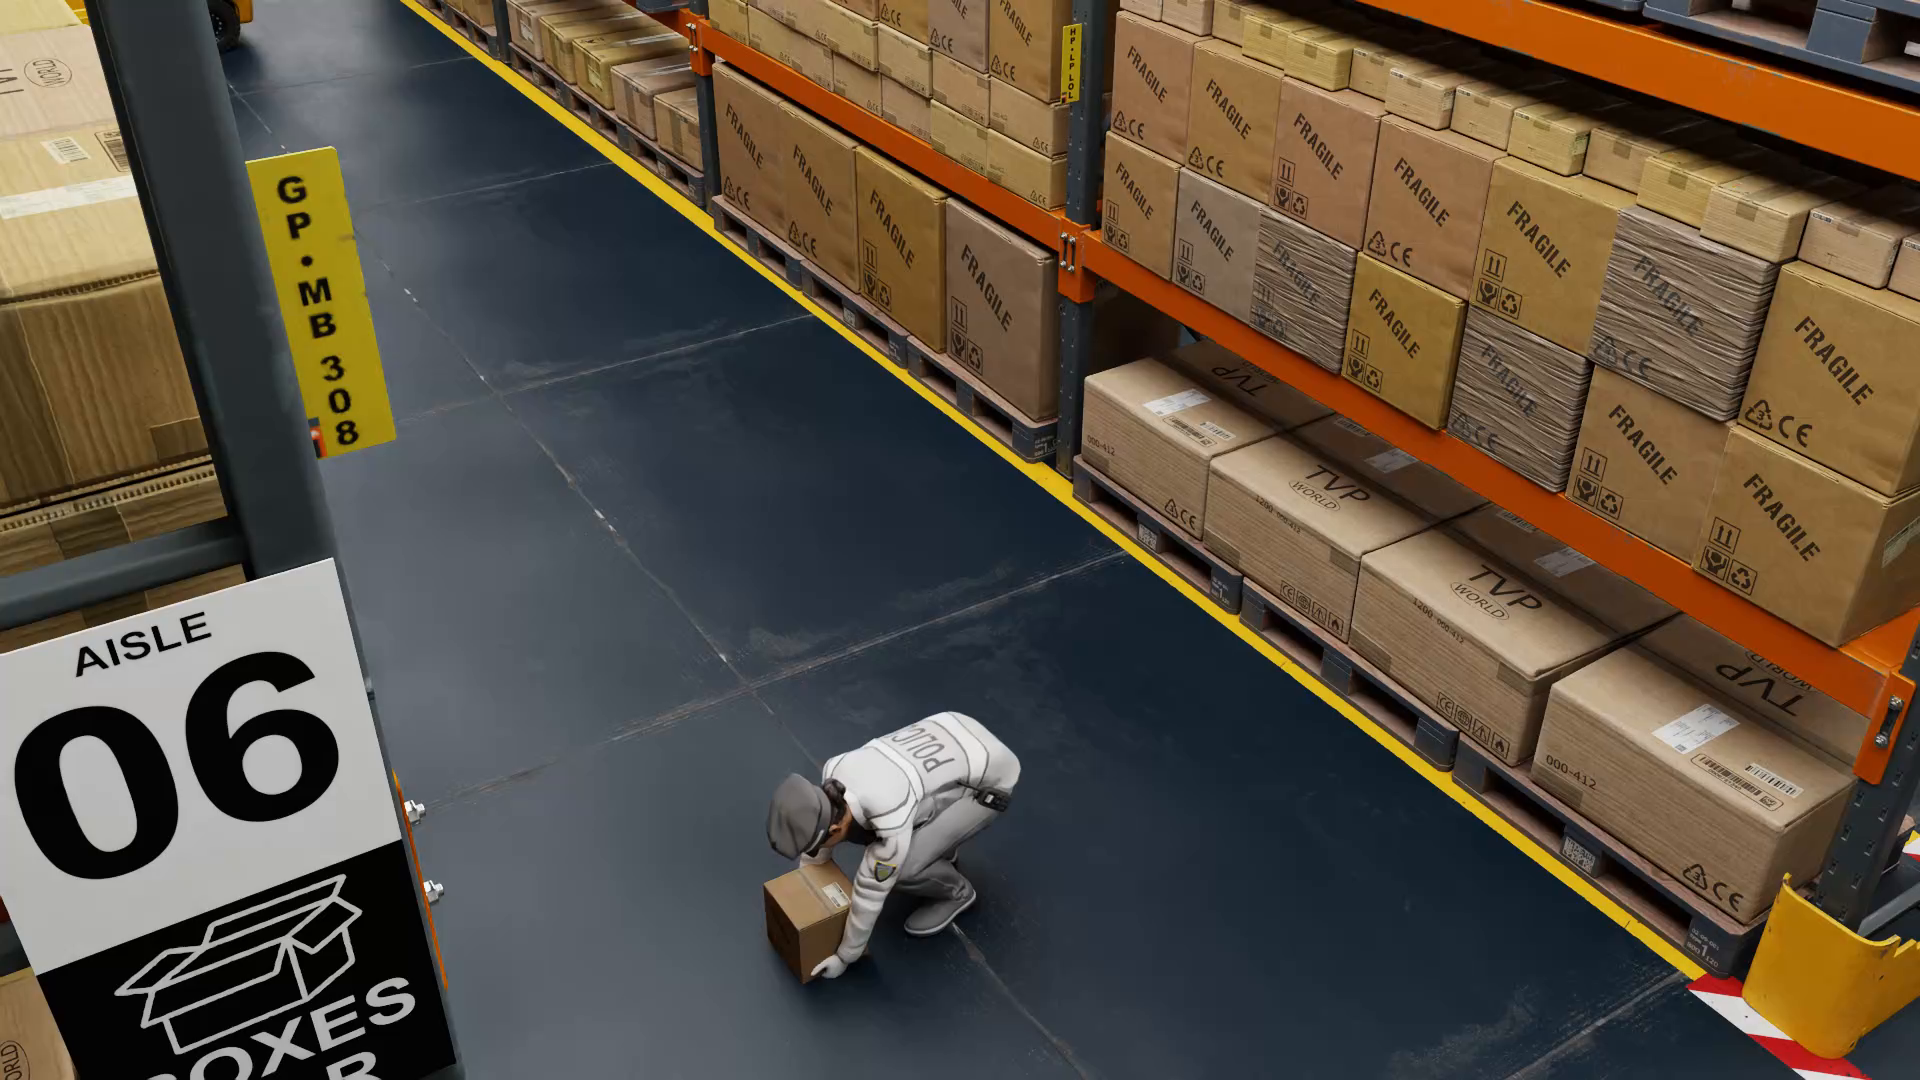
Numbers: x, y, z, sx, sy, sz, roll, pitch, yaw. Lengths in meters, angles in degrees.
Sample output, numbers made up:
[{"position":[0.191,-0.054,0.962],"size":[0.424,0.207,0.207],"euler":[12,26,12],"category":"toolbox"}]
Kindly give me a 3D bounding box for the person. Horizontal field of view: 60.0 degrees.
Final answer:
[{"position":[-0.222,0.963,5.496],"size":[0.910,0.773,0.449],"euler":[-20,38,-28],"category":"person"}]
